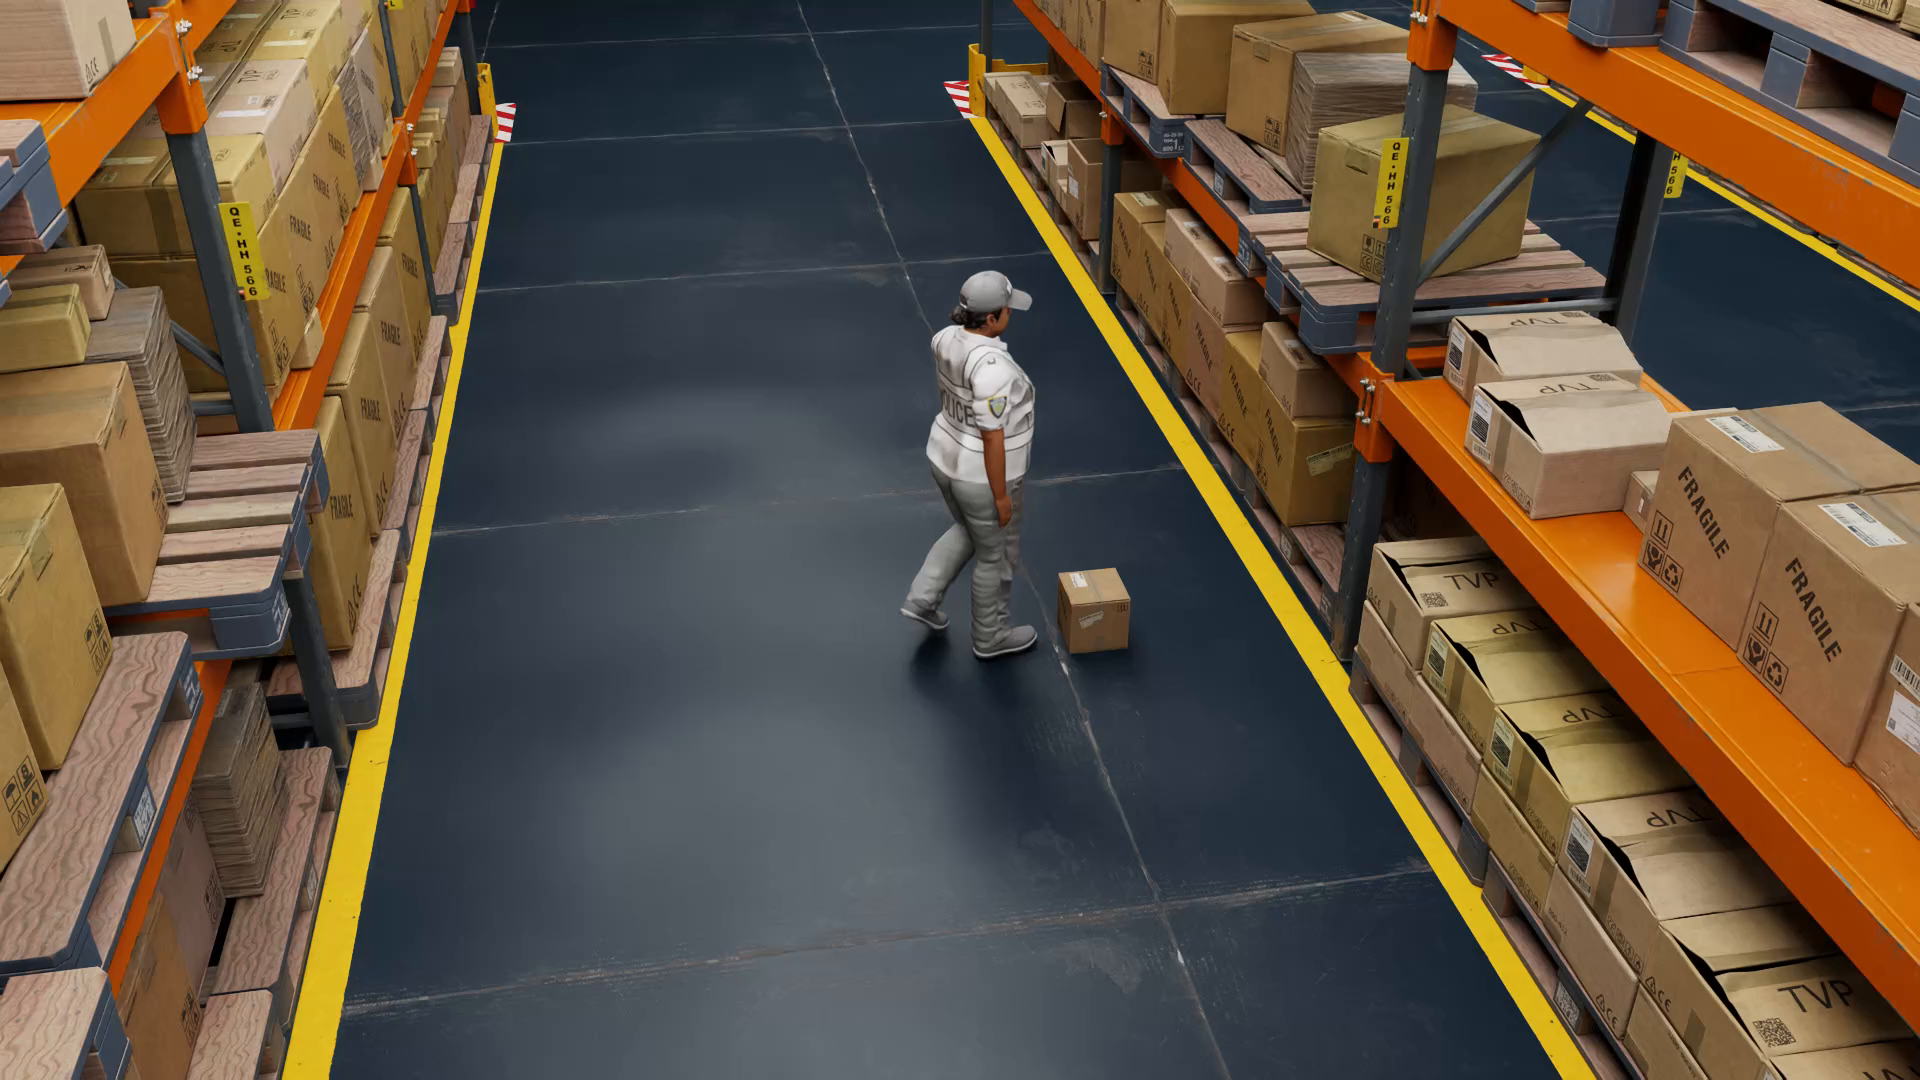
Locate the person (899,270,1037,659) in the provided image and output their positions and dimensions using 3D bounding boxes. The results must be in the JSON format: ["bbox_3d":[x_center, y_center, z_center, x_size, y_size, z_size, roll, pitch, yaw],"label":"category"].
[{"bbox_3d":[0.048,-0.268,6.552,0.550,1.663,0.488,-15,34,-23],"label":"person"}]
